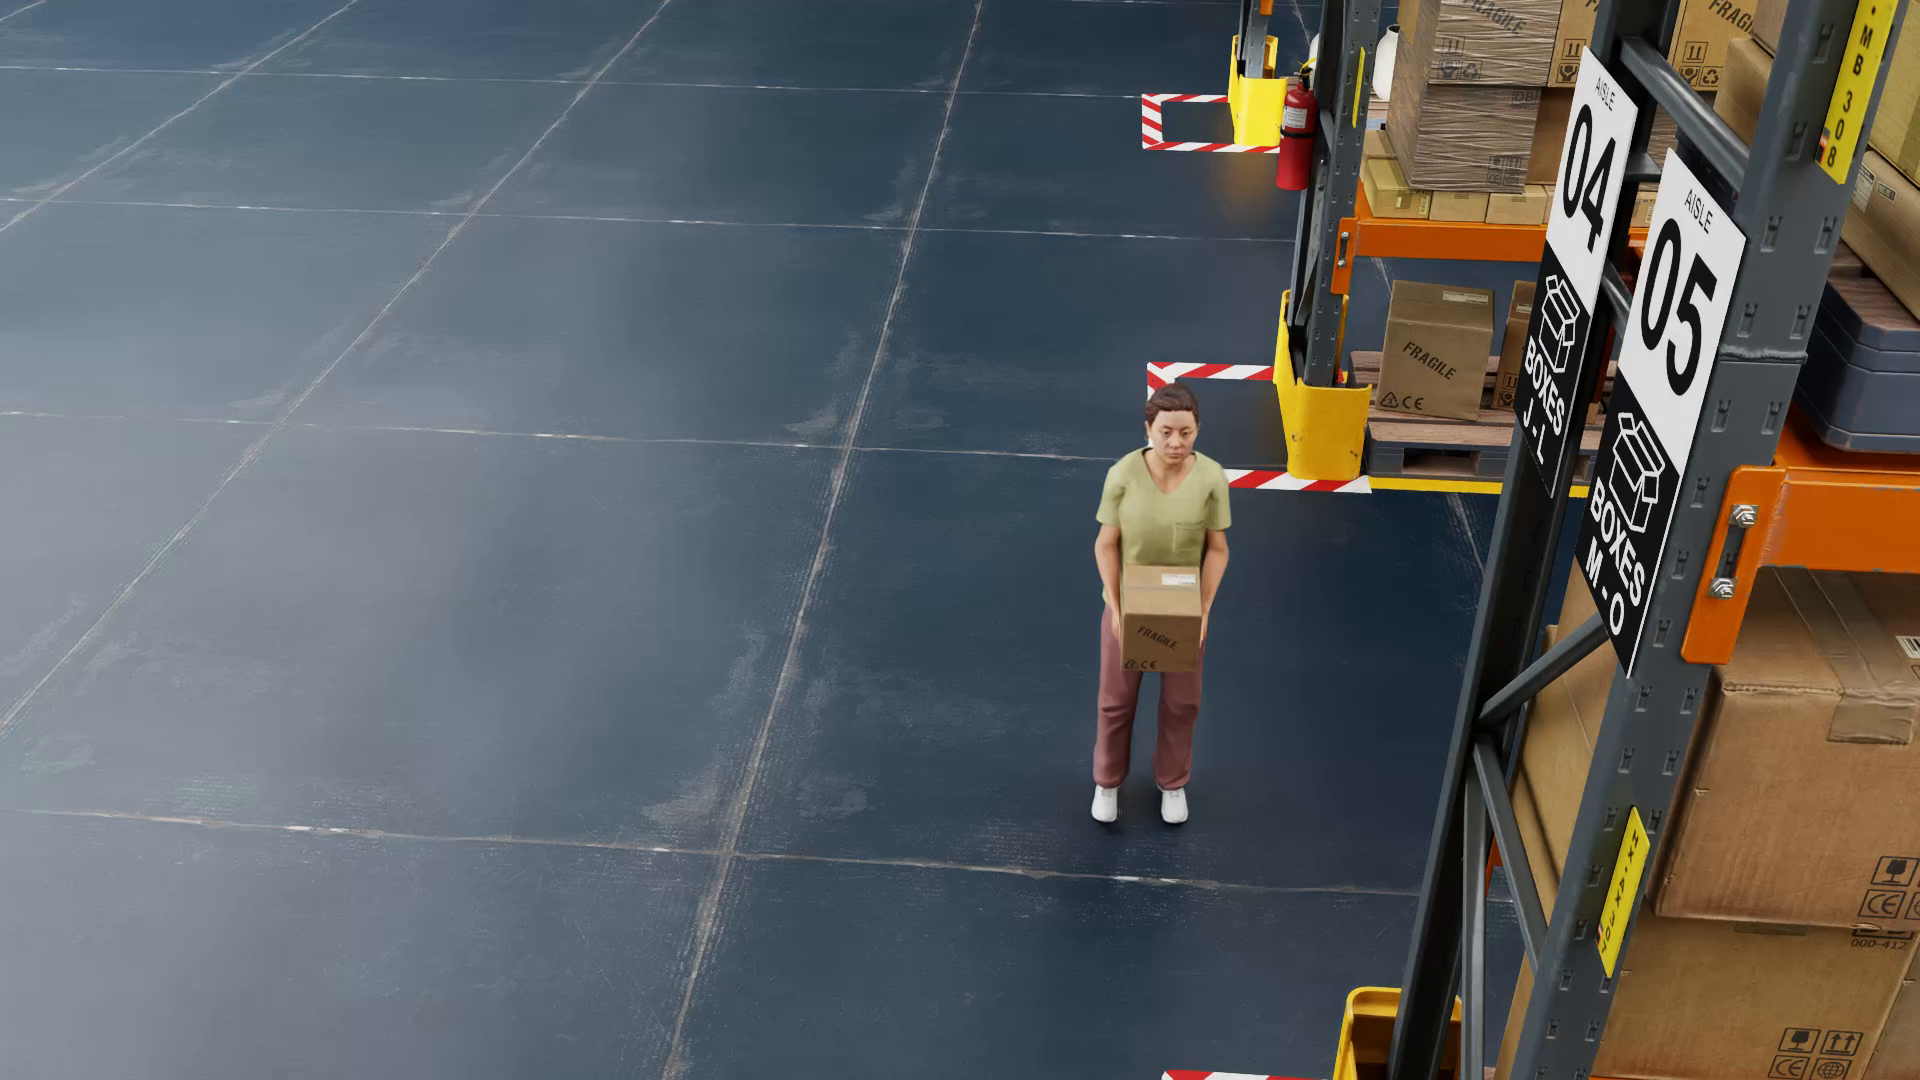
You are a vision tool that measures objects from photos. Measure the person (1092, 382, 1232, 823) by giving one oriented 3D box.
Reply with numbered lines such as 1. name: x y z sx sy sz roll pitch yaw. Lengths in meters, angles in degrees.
1. person: 0.679 0.264 5.715 0.456 1.673 0.511 2 32 4
